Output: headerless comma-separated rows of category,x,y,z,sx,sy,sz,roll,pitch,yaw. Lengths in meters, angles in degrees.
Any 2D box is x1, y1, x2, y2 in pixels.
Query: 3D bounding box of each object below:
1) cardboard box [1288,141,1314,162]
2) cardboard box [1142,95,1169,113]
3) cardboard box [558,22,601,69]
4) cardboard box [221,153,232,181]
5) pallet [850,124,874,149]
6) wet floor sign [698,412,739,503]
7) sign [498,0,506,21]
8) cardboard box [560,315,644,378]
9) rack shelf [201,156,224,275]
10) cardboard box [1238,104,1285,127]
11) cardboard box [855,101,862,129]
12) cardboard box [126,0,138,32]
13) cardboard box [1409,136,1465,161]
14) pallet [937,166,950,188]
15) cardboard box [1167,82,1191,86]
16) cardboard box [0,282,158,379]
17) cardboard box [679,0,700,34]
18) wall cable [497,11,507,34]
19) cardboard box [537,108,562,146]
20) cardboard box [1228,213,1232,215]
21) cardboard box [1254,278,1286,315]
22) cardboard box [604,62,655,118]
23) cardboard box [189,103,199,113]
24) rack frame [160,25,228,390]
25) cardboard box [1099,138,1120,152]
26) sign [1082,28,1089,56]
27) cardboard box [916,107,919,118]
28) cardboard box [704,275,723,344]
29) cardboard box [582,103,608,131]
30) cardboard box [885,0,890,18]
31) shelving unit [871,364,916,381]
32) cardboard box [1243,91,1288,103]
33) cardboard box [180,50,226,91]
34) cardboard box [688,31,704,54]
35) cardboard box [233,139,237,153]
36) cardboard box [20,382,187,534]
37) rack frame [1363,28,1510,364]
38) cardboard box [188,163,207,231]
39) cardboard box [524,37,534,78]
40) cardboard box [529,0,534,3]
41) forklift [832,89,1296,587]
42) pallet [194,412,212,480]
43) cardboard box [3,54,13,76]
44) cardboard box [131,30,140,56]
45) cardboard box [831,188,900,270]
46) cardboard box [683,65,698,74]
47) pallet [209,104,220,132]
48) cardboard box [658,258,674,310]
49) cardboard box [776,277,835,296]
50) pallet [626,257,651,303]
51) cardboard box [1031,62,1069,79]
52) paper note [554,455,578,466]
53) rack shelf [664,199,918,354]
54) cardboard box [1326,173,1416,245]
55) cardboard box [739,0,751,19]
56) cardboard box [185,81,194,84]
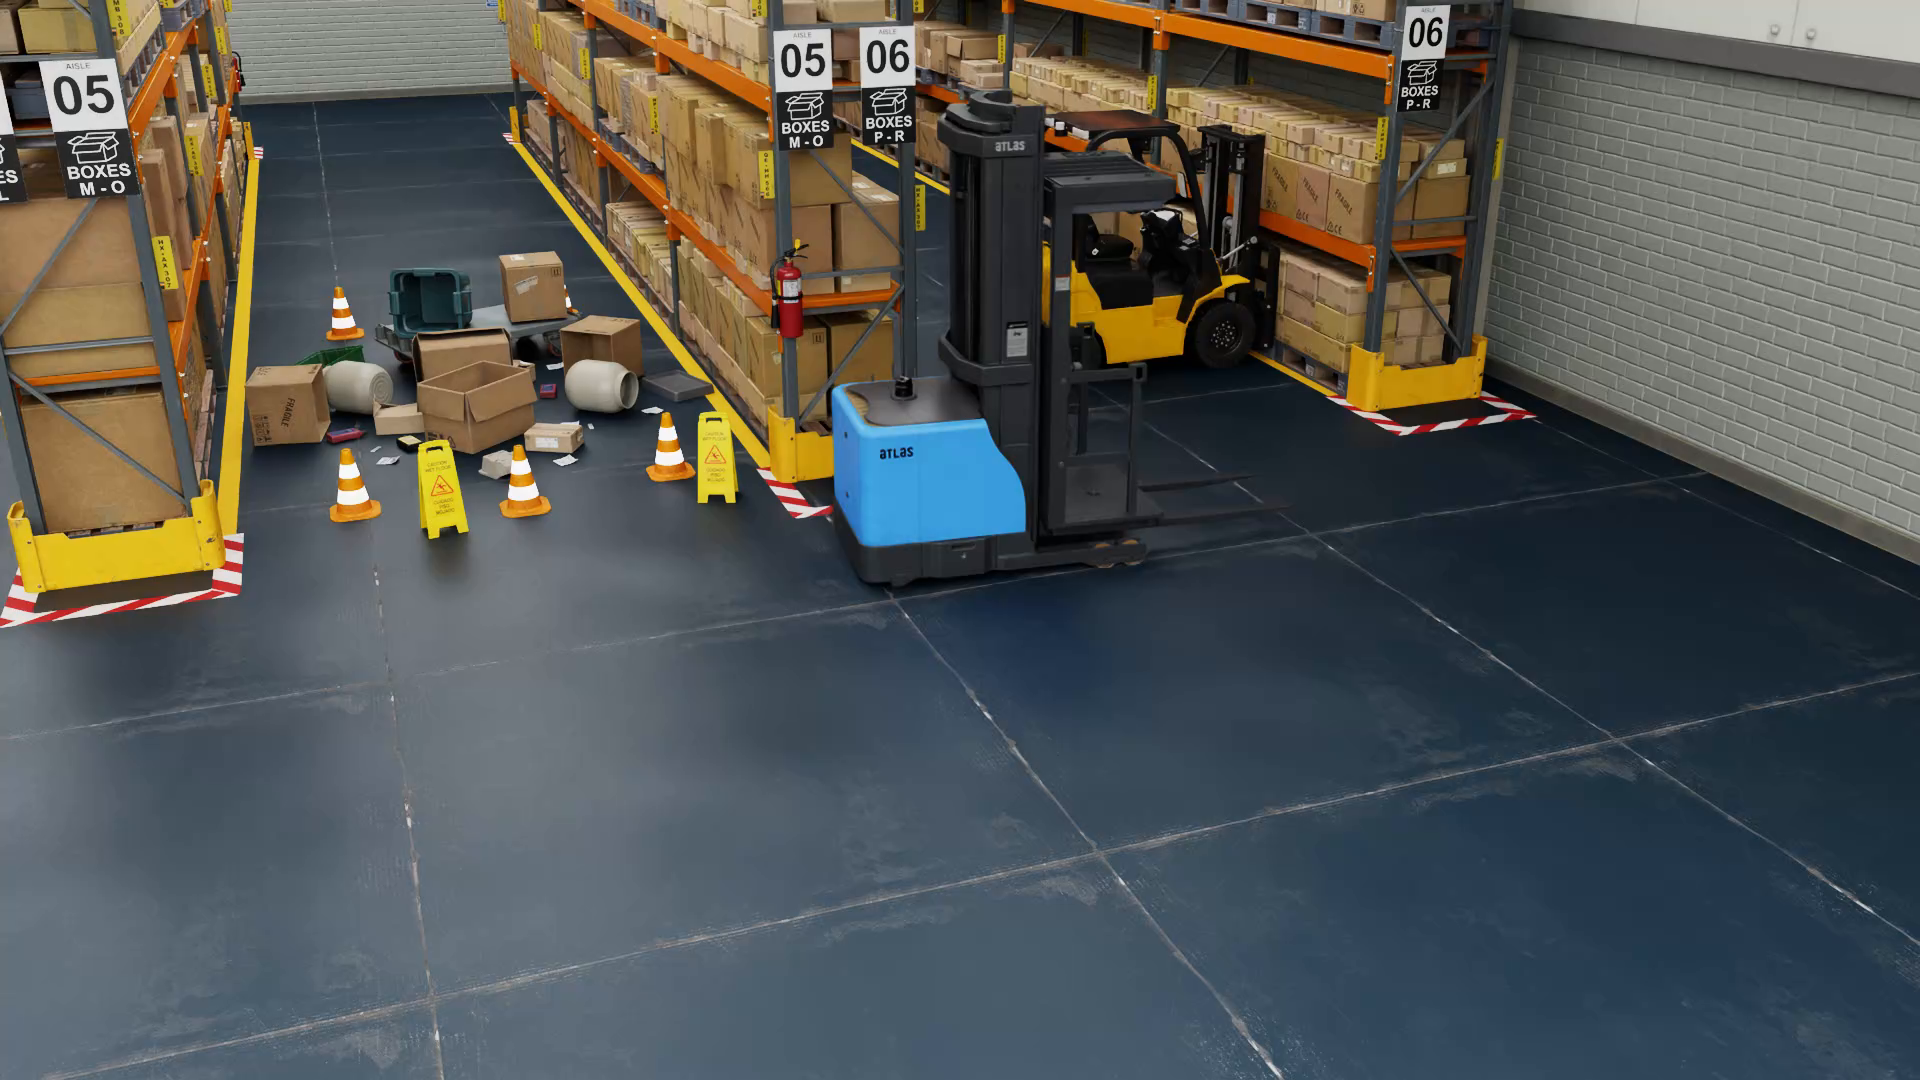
cardboard box,3.084,-3.396,14.481,0.380,0.149,0.250,-9,25,-21
cardboard box,2.095,-4.482,17.058,0.380,0.149,0.250,-7,24,-17
cardboard box,-4.589,-6.025,20.266,0.500,0.500,0.500,-9,24,-20
cardboard box,-8.771,-4.324,19.360,0.500,0.250,0.500,-9,25,-21
pallet,-1.079,-6.359,26.065,1.003,0.211,1.213,-8,24,-19
wet floor sign,-1.739,-0.607,11.859,0.267,0.644,0.232,0,23,-1
sign,-6.979,-8.083,25.348,0.100,0.325,0.005,-8,24,-19
cardboard box,-3.113,-1.634,14.480,0.500,0.500,0.500,8,24,18
rack shelf,-7.520,-3.040,15.527,1.077,0.370,4.000,-8,24,-19
cardboard box,2.788,-3.912,15.322,0.380,0.149,0.250,-8,24,-19
cardboard box,-1.329,-6.688,25.934,0.500,0.500,0.500,-8,24,-18
cardboard box,-5.690,-3.459,10.874,0.500,0.250,0.500,-9,24,-19
cardboard box,3.918,-3.223,13.689,0.380,0.149,0.250,-9,24,-20
pallet,0.355,-4.931,22.677,1.003,0.211,1.213,-8,24,-19
cardboard box,2.257,-4.831,17.886,0.380,0.149,0.250,-9,24,-20
cardboard box,-5.574,-1.389,10.491,0.875,0.550,0.550,-8,24,-19
cardboard box,-1.964,-4.244,13.405,0.500,0.250,0.500,-8,24,-19
wall cable,-8.472,-10.249,30.357,0.585,1.953,0.123,-8,24,-19
cardboard box,-5.800,-6.176,24.800,0.875,0.438,0.875,-8,24,-18
cardboard box,2.972,-3.096,16.446,0.500,0.250,0.500,-9,24,-20
cardboard box,3.003,-2.249,15.080,0.500,0.250,0.500,-9,24,-20
cardboard box,-3.498,-4.807,17.741,0.500,0.500,0.500,-7,24,-16
cardboard box,-8.210,-4.516,17.503,0.380,0.149,0.250,-7,24,-17
rack frame,-6.814,-2.645,13.663,1.000,3.000,0.127,-8,24,-19
cardboard box,1.818,-4.303,17.791,0.500,0.250,0.500,-8,24,-19
sign,1.529,-6.108,20.388,0.100,0.325,0.005,-8,24,-19
cardboard box,-0.525,-6.124,23.760,0.380,0.149,0.250,-7,24,-16
cardboard box,-1.881,-2.000,14.167,0.500,0.500,0.500,-7,24,-16
cardboard box,-4.053,-4.893,19.191,0.500,0.250,0.500,-9,25,-21
cardboard box,-1.377,-8.070,25.380,0.500,0.500,0.500,-8,24,-18
shelving unit,-0.448,-0.664,11.473,0.215,1.050,0.252,14,26,29
cardboard box,2.975,-4.260,16.147,0.380,0.149,0.250,-9,24,-19
cardboard box,-9.579,-5.949,20.992,0.500,0.500,0.500,-9,24,-20
cardboard box,-1.965,-4.000,13.340,0.380,0.149,0.250,-9,24,-20
cardboard box,-9.872,-5.248,22.203,0.380,0.149,0.250,-8,24,-18
cardboard box,-5.702,-0.643,11.109,0.875,0.875,0.875,-8,24,-19
rack frame,3.837,-2.590,13.533,1.000,3.000,0.127,-8,24,-19
cardboard box,-6.748,-2.919,14.185,0.500,0.500,0.500,-8,24,-18
cardboard box,-5.826,-6.814,23.426,0.500,0.500,0.500,-9,24,-20
cardboard box,-5.750,-7.520,22.978,0.380,0.149,0.250,-9,24,-19
forklift,0.722,-1.355,10.691,3.031,2.935,1.130,-6,24,-14
pallet,-6.184,-0.629,12.470,1.003,0.211,1.213,-8,24,-19
cardboard box,-5.923,-2.864,9.974,0.380,0.149,0.250,-8,24,-19
cardboard box,-5.579,-3.233,10.851,0.380,0.149,0.250,-8,24,-19
cardboard box,-0.713,-2.301,12.335,0.500,0.500,0.500,-9,24,-20
cardboard box,-2.534,-4.636,16.501,0.380,0.149,0.250,-7,24,-16
pallet,-8.964,-4.724,18.842,1.003,0.211,1.213,-8,24,-19
cardboard box,-2.406,-2.534,16.242,0.950,0.372,0.625,-8,24,-18
cardboard box,-1.138,-1.898,12.215,0.380,0.149,0.250,-8,24,-17
pallet,-2.930,-2.803,17.628,1.003,0.211,1.213,-8,24,-19
cardboard box,1.058,-5.499,19.470,0.380,0.149,0.250,-8,24,-18
paper note,-3.002,-0.610,12.657,0.148,0.019,0.142,-18,29,-37
rack shelf,-1.512,-2.303,13.777,1.077,0.370,4.000,-8,24,-19
cardboard box,3.417,-2.779,13.852,0.500,0.500,0.500,-9,24,-20
cardboard box,-1.364,-3.813,11.869,0.380,0.149,0.250,-9,24,-20
cardboard box,-8.389,-4.832,17.869,0.380,0.149,0.250,-8,24,-19
